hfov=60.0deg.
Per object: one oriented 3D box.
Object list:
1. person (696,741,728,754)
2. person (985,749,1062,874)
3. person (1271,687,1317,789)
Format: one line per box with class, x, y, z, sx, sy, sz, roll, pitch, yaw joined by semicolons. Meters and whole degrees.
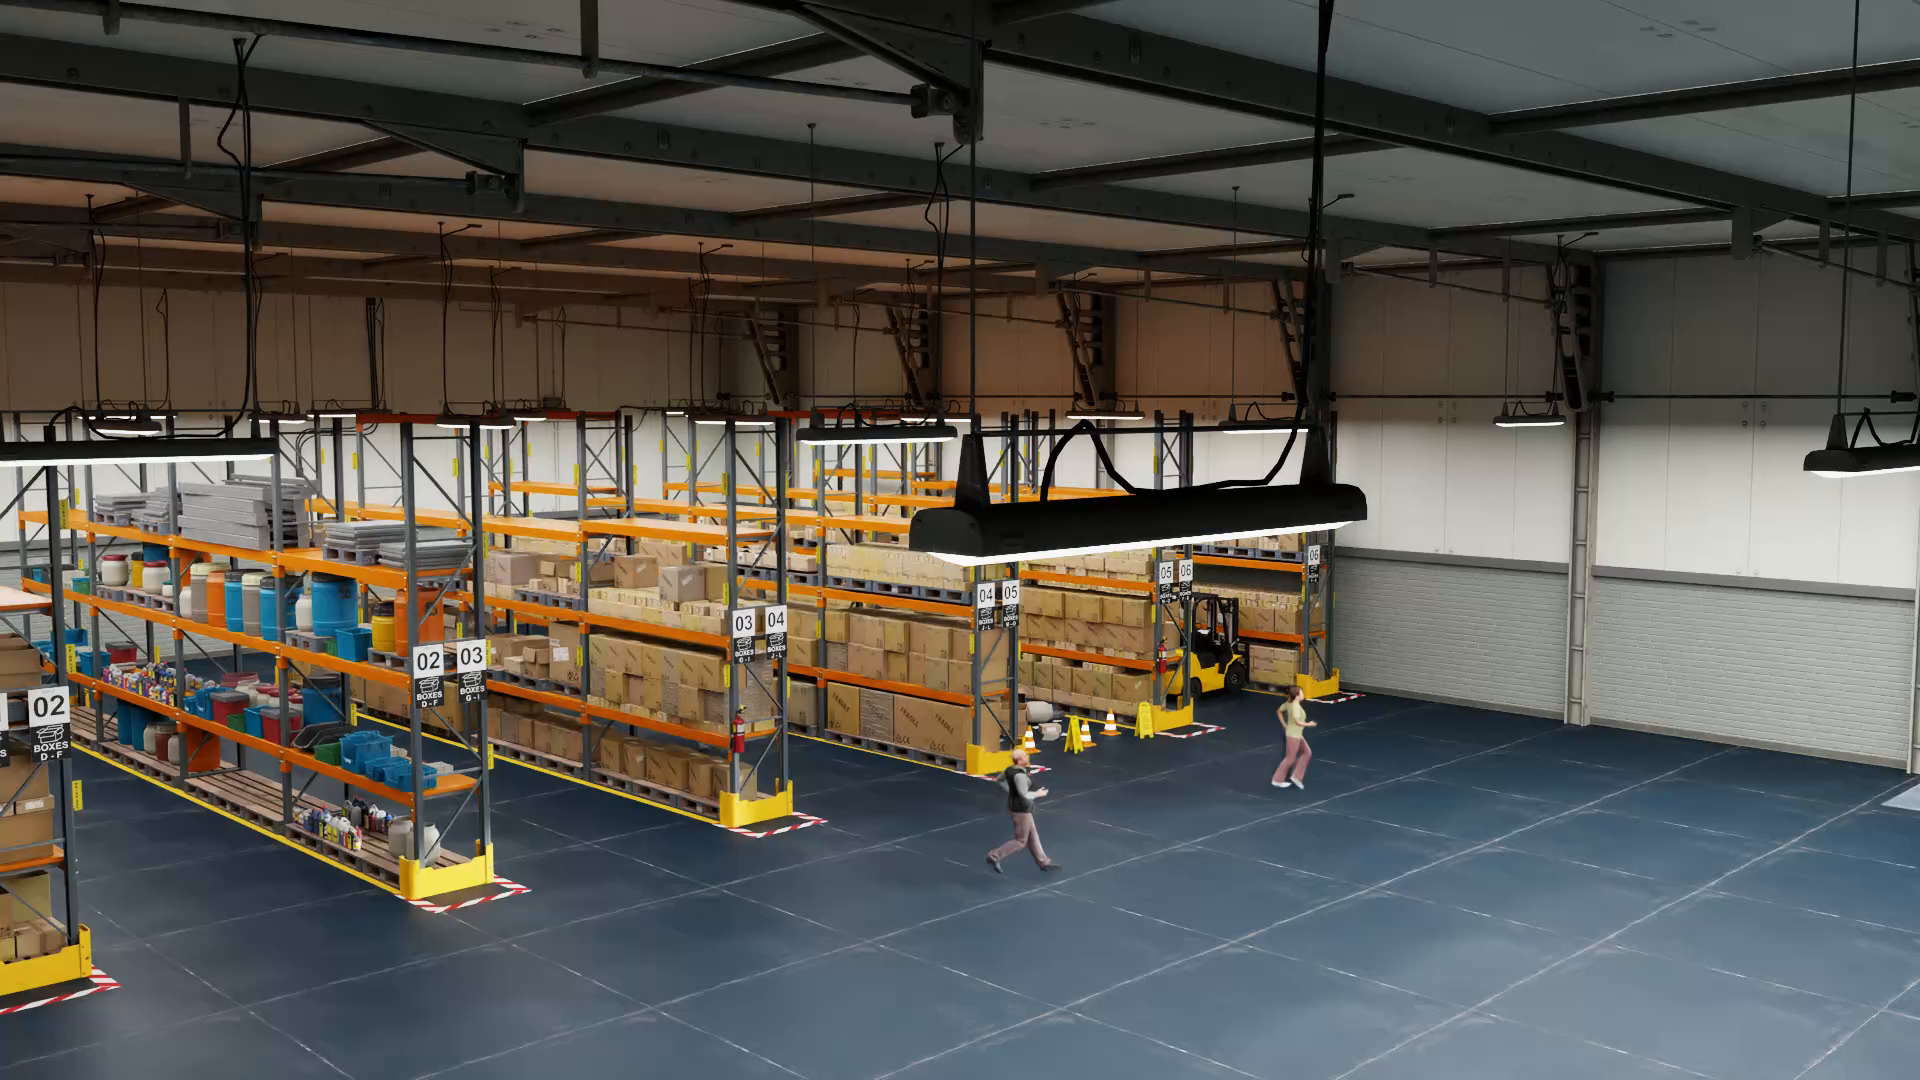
person;-4.381;2.946;29.558;0.734;1.728;0.581;4;7;41
person;0.837;3.557;21.809;1.079;1.667;0.673;-1;5;-12
person;5.369;3.167;26.703;0.690;1.647;0.566;0;5;5
